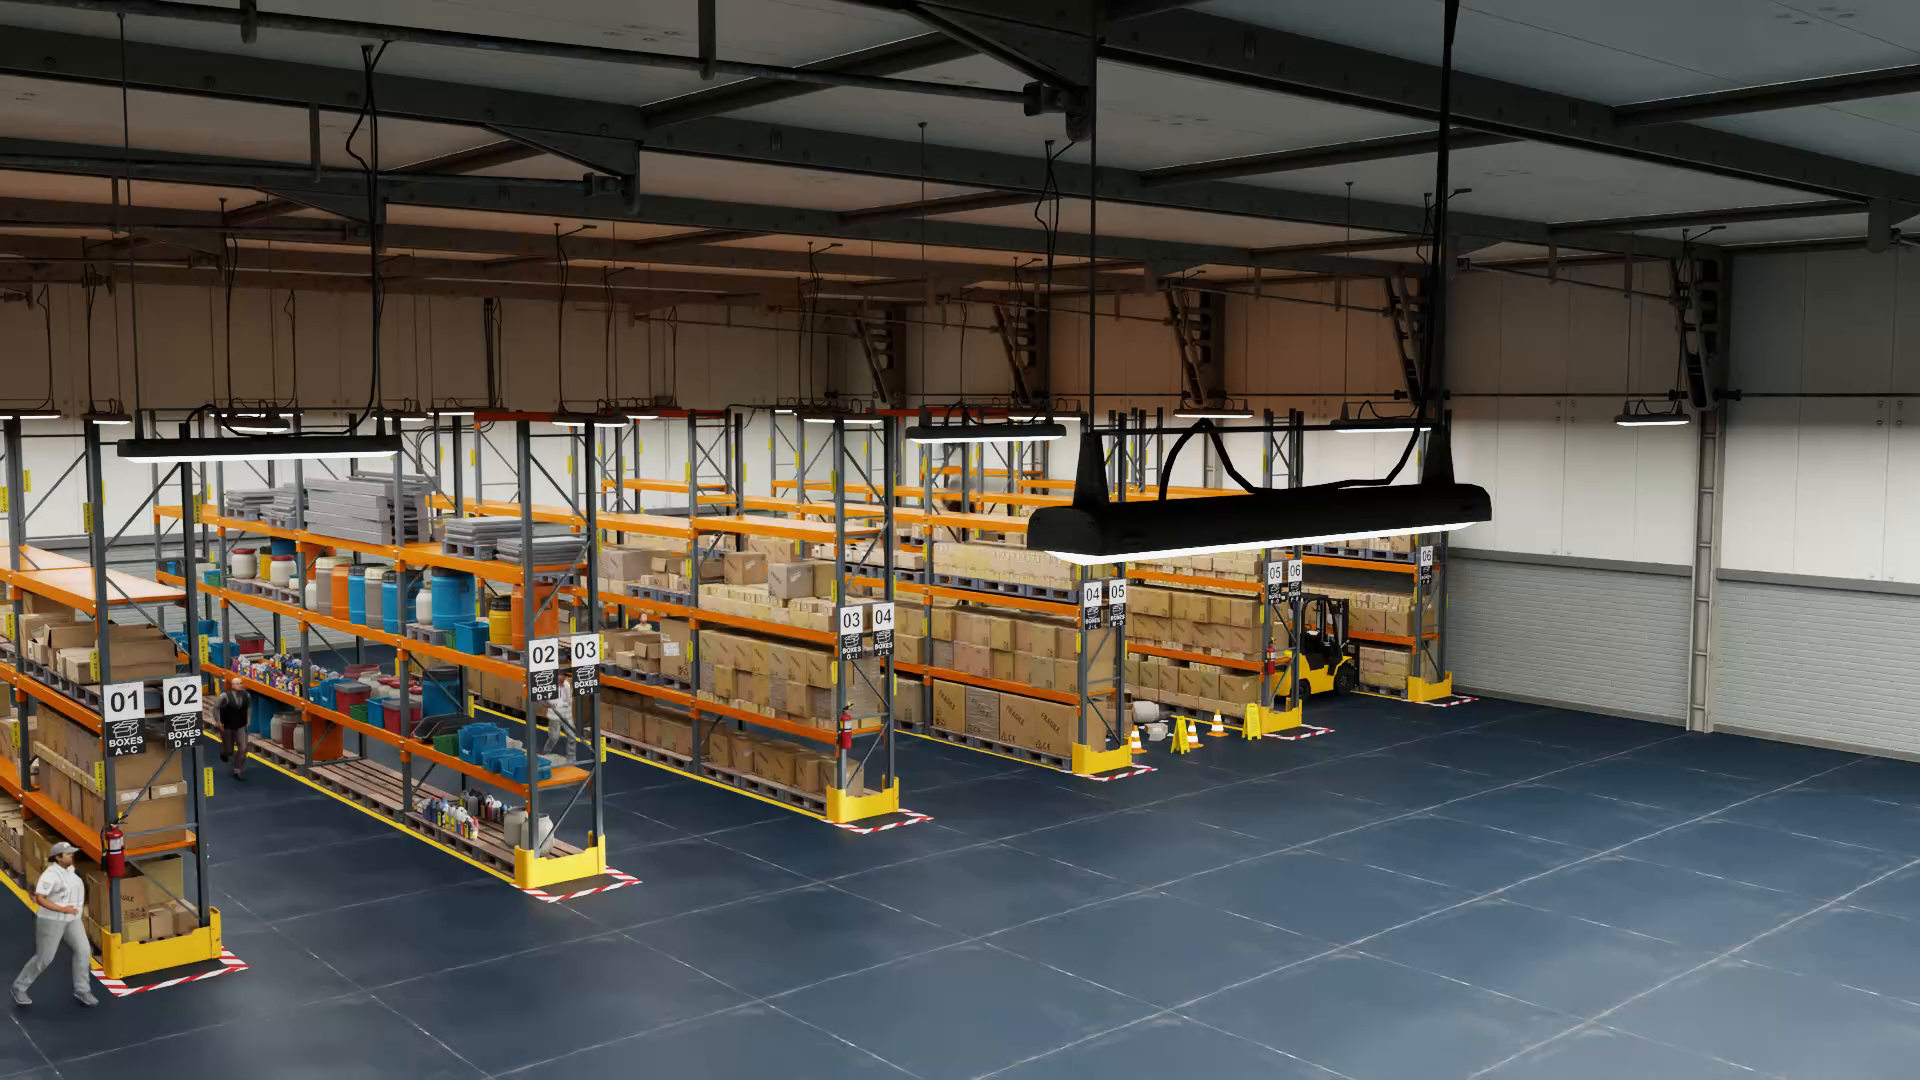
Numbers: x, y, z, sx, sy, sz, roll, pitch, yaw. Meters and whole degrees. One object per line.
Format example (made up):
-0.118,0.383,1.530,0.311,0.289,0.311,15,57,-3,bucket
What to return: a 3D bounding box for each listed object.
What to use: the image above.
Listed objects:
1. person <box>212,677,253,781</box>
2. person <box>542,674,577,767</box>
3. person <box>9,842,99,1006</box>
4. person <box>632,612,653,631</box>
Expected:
-12.025,3.102,27.510,0.669,1.705,0.843,-5,7,-43,person
-6.699,3.000,27.717,0.816,1.835,0.662,4,6,39,person
-9.366,3.990,17.335,0.871,1.675,0.693,1,5,8,person
-6.855,2.367,36.018,0.581,1.630,0.566,-4,6,-36,person
